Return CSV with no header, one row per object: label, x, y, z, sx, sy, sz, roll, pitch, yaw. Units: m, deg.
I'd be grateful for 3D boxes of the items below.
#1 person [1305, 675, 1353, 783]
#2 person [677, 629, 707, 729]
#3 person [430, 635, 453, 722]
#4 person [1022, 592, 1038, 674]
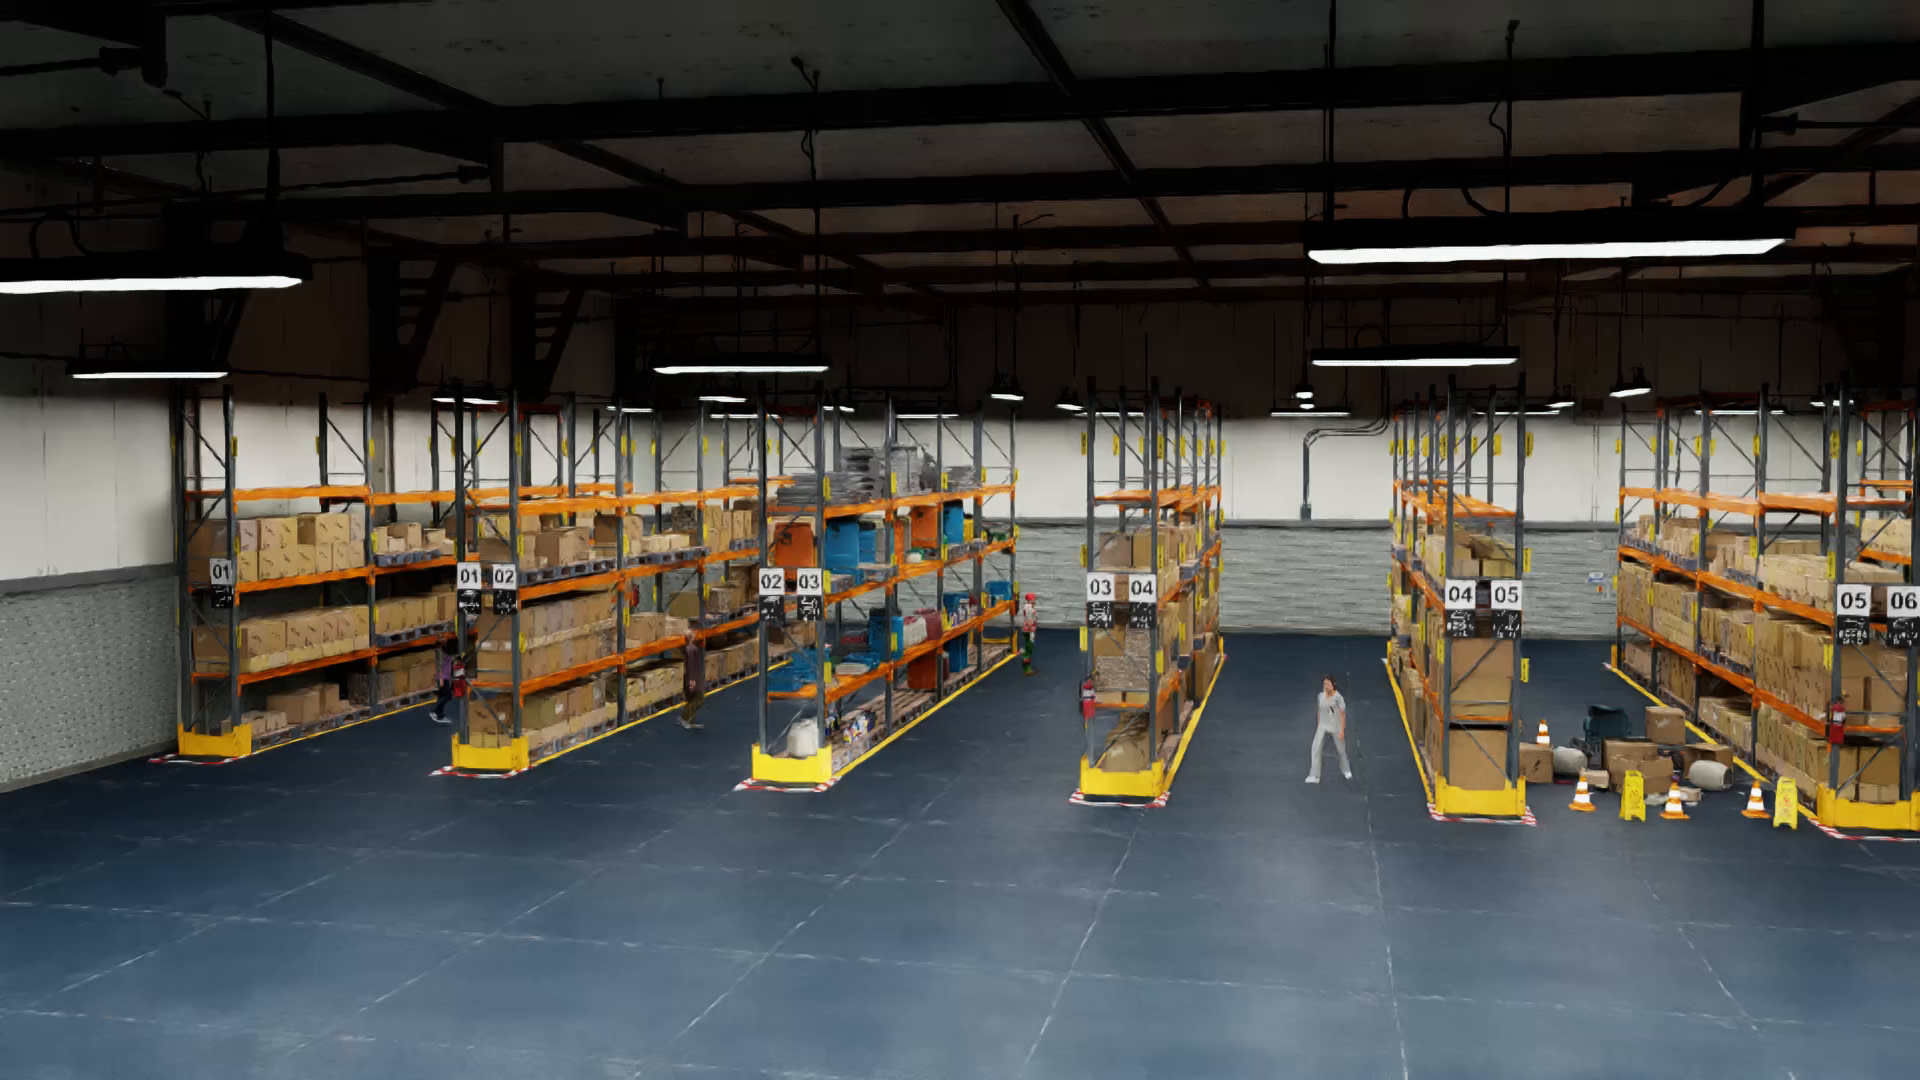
person,5.536,2.806,24.828,0.486,1.617,0.959,2,4,35
person,-4.747,2.469,29.380,0.517,1.775,0.634,-1,3,-15
person,-9.400,2.520,30.108,0.407,1.594,0.458,-1,3,-17
person,1.549,2.041,36.619,0.368,1.797,0.631,0,3,-1
